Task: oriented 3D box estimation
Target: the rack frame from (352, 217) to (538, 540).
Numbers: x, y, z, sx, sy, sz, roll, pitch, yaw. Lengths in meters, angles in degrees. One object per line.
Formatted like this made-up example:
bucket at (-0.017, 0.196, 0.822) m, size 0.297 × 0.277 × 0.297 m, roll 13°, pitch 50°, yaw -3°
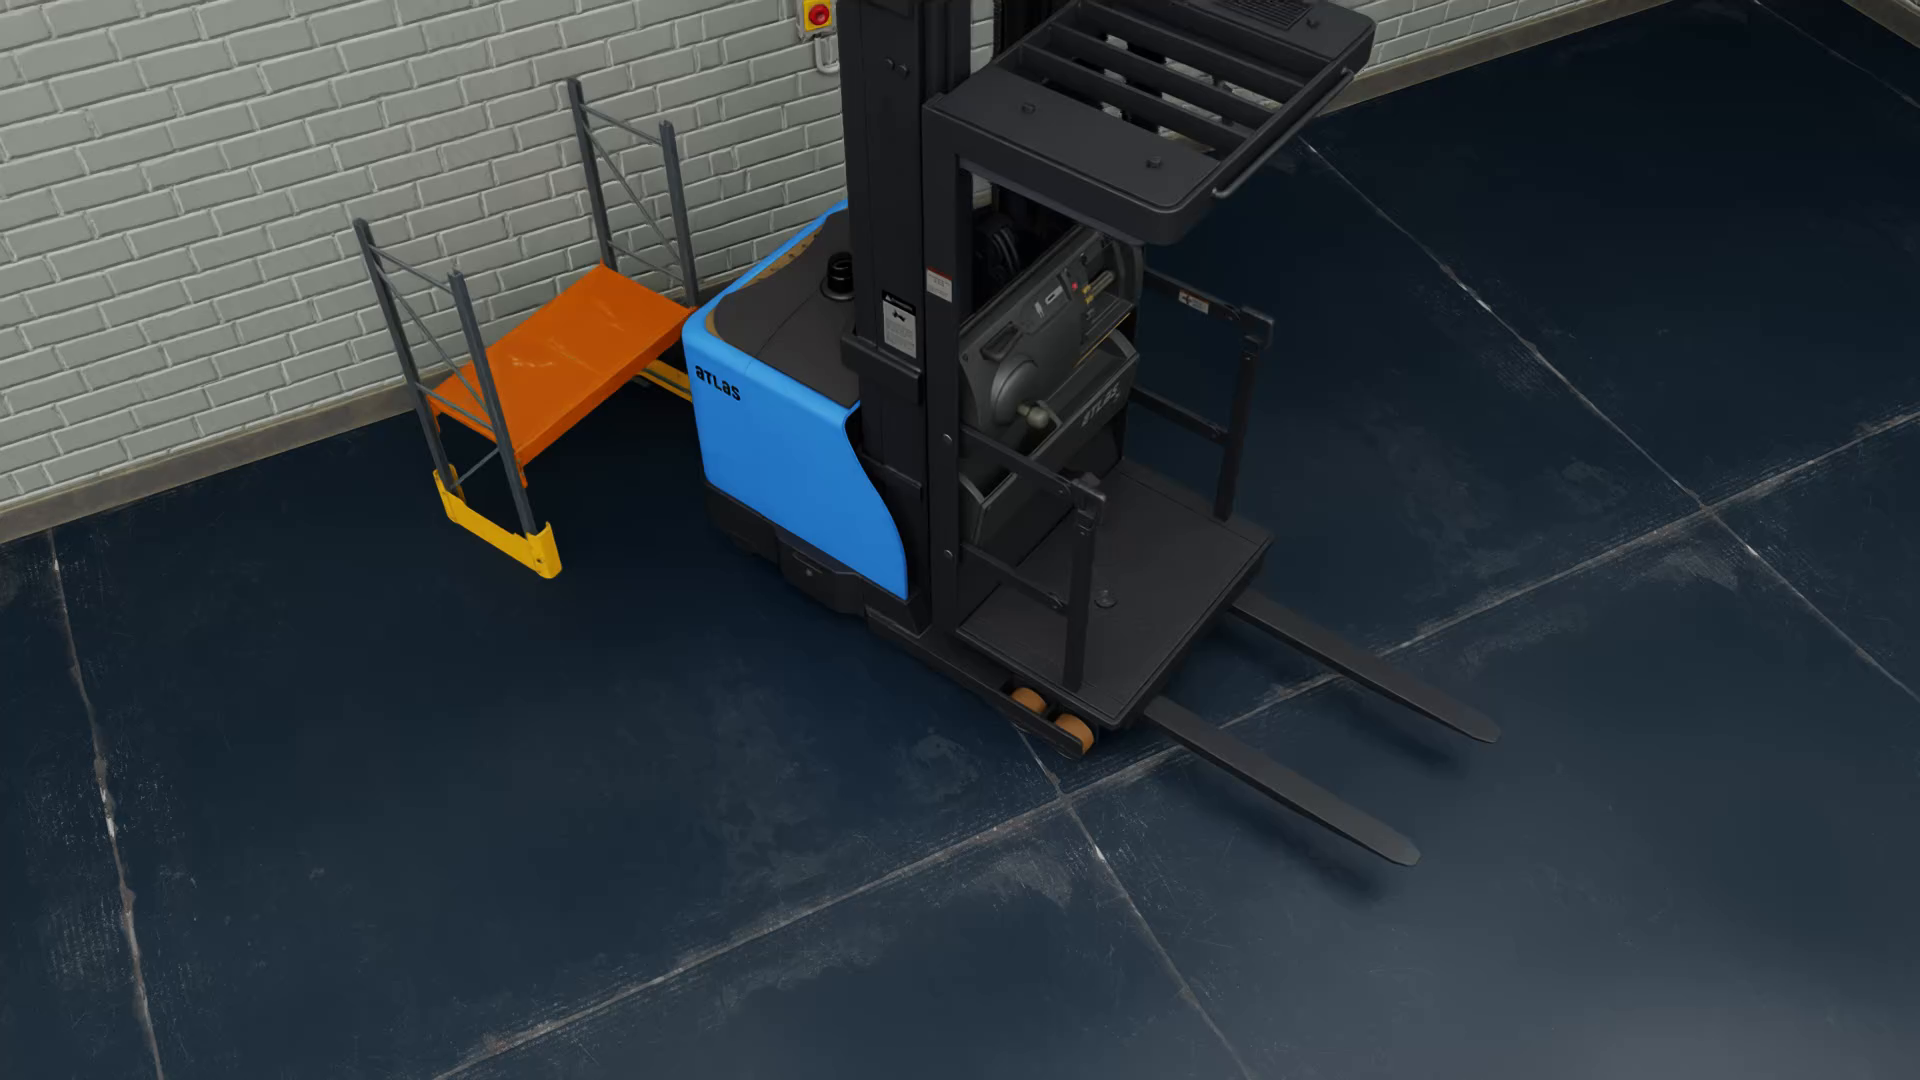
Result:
rack frame at (-1.830, -0.476, 6.062) m, size 0.500 × 1.500 × 0.032 m, roll 28°, pitch 55°, yaw 22°

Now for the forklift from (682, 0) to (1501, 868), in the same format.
forklift at (0.472, -0.640, 5.255) m, size 3.031 × 2.935 × 1.130 m, roll 30°, pitch 55°, yaw 23°

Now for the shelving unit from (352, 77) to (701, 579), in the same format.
shelving unit at (-1.530, -0.793, 6.340) m, size 0.587 × 1.500 × 1.083 m, roll 28°, pitch 55°, yaw 22°

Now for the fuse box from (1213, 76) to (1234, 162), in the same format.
fuse box at (1.333, -2.395, 7.601) m, size 0.539 × 1.711 × 0.414 m, roll -21°, pitch 52°, yaw -18°

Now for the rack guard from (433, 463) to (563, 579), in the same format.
rack guard at (-1.819, -0.076, 6.543) m, size 0.587 × 0.250 × 0.087 m, roll 28°, pitch 55°, yaw 22°

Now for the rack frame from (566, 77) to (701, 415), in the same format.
rack frame at (-1.240, -1.099, 6.607) m, size 0.500 × 1.500 × 0.032 m, roll 28°, pitch 55°, yaw 22°

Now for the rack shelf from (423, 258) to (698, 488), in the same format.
rack shelf at (-1.535, -0.669, 6.470) m, size 0.538 × 0.185 × 1.000 m, roll 28°, pitch 55°, yaw 22°

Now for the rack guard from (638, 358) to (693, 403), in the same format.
rack guard at (-1.241, -0.687, 7.077) m, size 0.587 × 0.250 × 0.087 m, roll 28°, pitch 55°, yaw 22°

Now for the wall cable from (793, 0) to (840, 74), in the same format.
wall cable at (-0.602, -2.538, 6.174) m, size 0.585 × 1.953 × 0.123 m, roll -21°, pitch 52°, yaw -18°
